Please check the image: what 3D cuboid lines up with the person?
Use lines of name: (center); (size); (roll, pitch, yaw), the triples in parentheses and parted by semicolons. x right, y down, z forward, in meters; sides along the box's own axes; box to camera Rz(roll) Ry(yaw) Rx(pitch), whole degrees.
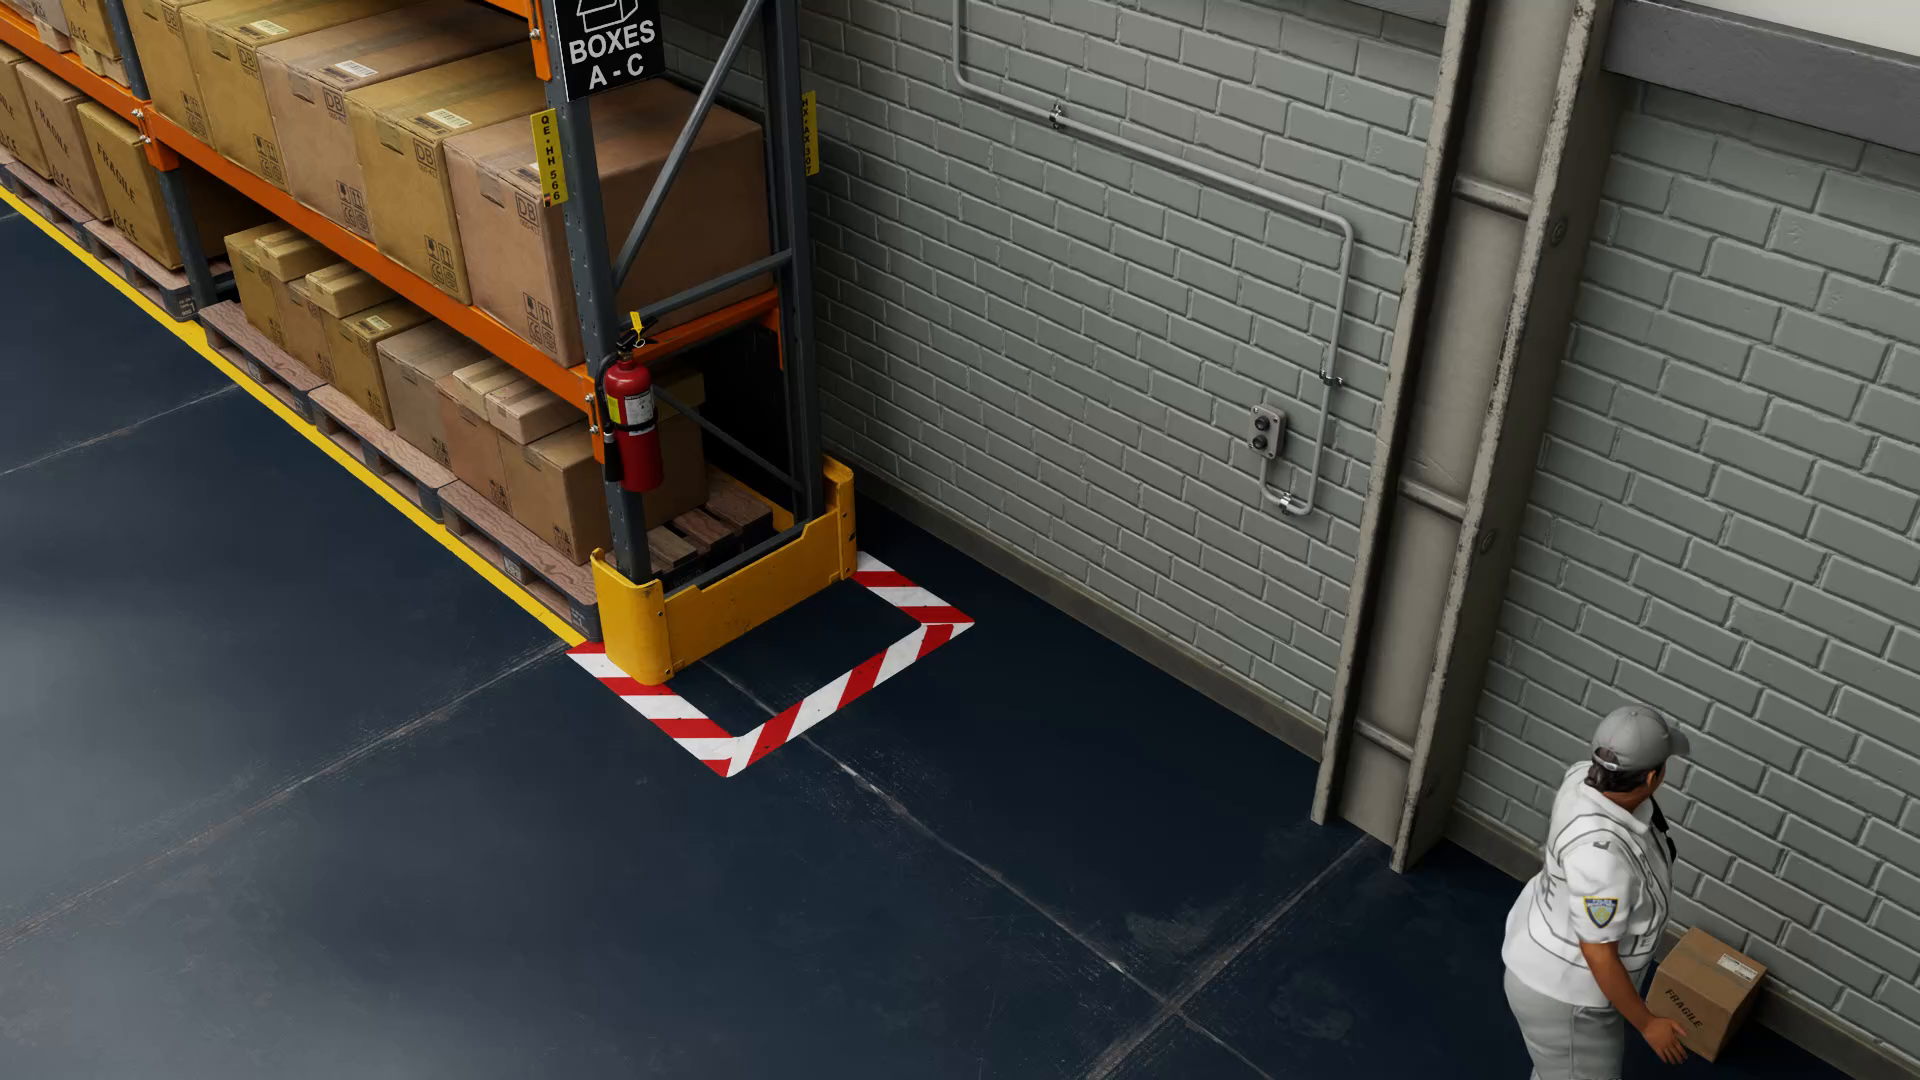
person: (1.702, 1.173, 4.513); (0.551, 1.664, 0.552); (15, 38, 20)
